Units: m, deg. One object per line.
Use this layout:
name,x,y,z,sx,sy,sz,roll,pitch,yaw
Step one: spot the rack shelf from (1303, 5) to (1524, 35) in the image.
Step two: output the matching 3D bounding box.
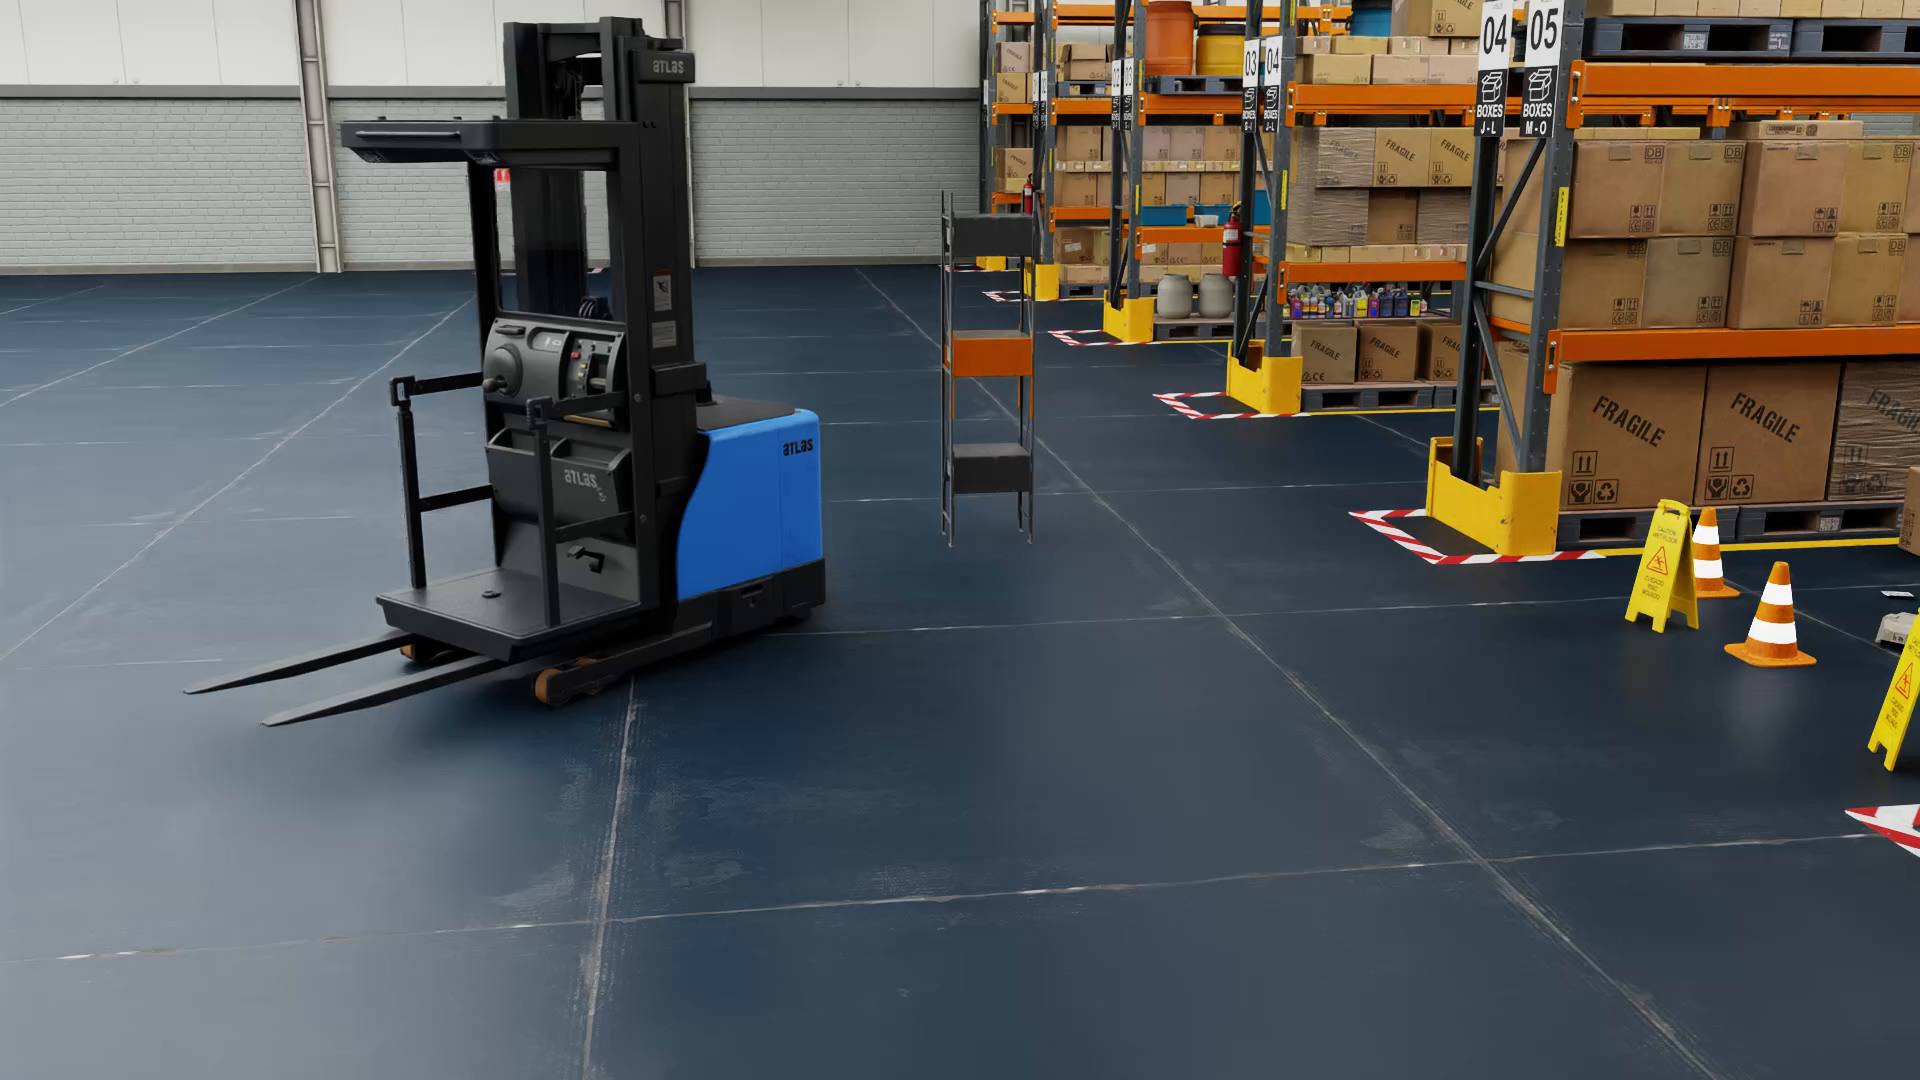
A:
rack shelf,7.145,-7.667,24.594,4.000,0.370,1.077,-2,14,-8

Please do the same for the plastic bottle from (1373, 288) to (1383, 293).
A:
plastic bottle,5.206,-3.004,20.727,0.135,0.276,0.152,-2,14,-6

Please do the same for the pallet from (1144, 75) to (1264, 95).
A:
pallet,2.779,-5.261,19.253,1.213,0.211,1.003,-2,14,-8

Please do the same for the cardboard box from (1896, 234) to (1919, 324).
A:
cardboard box,5.824,-1.687,10.476,0.550,0.550,0.875,-2,14,-8

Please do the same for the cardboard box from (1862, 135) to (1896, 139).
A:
cardboard box,14.096,-6.019,25.795,0.500,0.500,0.500,-3,14,-10

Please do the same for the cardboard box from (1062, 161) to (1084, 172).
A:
cardboard box,1.632,-5.408,24.080,0.250,0.149,0.380,-2,14,-9

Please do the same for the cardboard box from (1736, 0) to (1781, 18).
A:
cardboard box,4.460,-3.051,9.502,0.250,0.149,0.380,-2,14,-8

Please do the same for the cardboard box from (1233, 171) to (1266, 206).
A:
cardboard box,4.209,-5.238,24.734,0.500,0.500,0.700,-2,14,-9

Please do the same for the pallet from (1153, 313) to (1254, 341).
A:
pallet,2.819,-2.580,20.077,1.213,0.211,1.003,-2,14,-8

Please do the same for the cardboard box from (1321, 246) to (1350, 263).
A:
cardboard box,3.252,-2.535,14.680,0.250,0.149,0.380,-2,14,-8

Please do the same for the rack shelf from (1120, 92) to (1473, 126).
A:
rack shelf,3.924,-5.069,19.581,4.000,0.370,1.077,-2,14,-8

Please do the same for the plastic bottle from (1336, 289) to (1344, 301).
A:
plastic bottle,4.715,-2.975,20.623,0.097,0.271,0.097,0,14,0

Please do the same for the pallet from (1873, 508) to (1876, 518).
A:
pallet,6.515,-0.286,10.929,1.213,0.211,1.003,-2,14,-8

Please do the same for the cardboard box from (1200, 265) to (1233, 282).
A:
cardboard box,3.754,-3.991,24.757,0.500,0.250,0.500,-2,14,-8

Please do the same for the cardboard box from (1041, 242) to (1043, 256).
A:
cardboard box,1.168,-5.186,29.359,0.500,0.311,0.500,-4,15,-15

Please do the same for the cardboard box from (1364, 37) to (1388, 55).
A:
cardboard box,3.493,-4.254,14.341,0.250,0.149,0.380,-2,14,-9

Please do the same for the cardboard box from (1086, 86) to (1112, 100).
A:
cardboard box,2.414,-7.794,28.721,0.500,0.500,0.500,-1,14,-5

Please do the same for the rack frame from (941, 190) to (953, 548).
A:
rack frame,-0.078,-1.016,9.955,0.015,2.100,0.400,-2,14,-8

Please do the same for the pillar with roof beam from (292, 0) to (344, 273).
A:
pillar with roof beam,-10.191,-7.947,23.410,0.400,9.000,9.100,-2,14,-8

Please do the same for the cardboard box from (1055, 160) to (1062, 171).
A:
cardboard box,1.562,-5.505,24.468,0.250,0.149,0.380,-2,14,-9

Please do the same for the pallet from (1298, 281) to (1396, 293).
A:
pallet,5.890,-3.911,25.382,1.213,0.211,1.003,-2,14,-8

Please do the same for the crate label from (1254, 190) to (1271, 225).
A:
crate label,3.726,-4.040,20.091,0.616,0.435,0.502,-2,14,-8

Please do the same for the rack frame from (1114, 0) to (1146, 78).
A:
rack frame,1.947,-6.801,18.840,0.127,3.000,1.000,-2,14,-8

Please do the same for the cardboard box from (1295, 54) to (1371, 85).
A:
cardboard box,3.199,-4.037,14.294,0.500,0.250,0.500,-2,14,-7

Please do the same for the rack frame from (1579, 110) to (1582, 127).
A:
rack frame,9.123,-5.372,25.477,0.127,3.000,1.000,-2,14,-8

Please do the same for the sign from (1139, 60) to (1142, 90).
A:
sign,2.024,-5.218,18.675,0.005,0.325,0.100,-2,14,-8

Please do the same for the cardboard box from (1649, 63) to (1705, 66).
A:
cardboard box,6.228,-4.147,14.734,0.500,0.250,0.500,-2,14,-6

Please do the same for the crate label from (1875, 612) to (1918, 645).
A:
crate label,4.660,0.449,8.150,0.298,0.136,0.250,-11,18,-37

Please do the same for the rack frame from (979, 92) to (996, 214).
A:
rack frame,0.471,-6.274,29.072,0.127,3.000,1.000,-2,14,-8

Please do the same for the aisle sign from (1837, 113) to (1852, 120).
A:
aisle sign,16.408,-8.045,30.790,0.004,0.787,0.394,-2,14,-8

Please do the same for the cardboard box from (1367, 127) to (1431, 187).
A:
cardboard box,3.764,-3.348,14.533,0.500,0.500,0.500,-2,14,-8

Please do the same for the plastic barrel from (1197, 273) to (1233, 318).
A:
plastic barrel,3.082,-2.948,20.062,0.421,0.512,0.421,0,14,0

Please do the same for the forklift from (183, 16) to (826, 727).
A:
forklift,-2.002,-0.826,7.489,1.130,2.935,3.031,11,18,37

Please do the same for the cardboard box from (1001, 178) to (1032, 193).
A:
cardboard box,1.000,-6.152,28.854,0.500,0.250,0.500,-3,14,-10

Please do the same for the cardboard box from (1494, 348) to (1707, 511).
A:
cardboard box,3.984,-0.716,10.416,0.875,0.875,0.875,-2,14,-8

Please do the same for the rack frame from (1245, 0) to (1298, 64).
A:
rack frame,2.684,-5.609,14.089,0.127,3.000,1.000,-2,14,-8

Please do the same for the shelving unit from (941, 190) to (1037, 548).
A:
shelving unit,0.164,-1.024,9.990,0.503,2.100,0.431,-2,14,-8

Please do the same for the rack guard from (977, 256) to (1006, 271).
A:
rack guard,0.546,-5.064,29.387,0.348,0.500,1.175,-2,14,-8

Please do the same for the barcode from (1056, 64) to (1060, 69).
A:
barcode,1.439,-6.946,24.392,0.075,0.075,0.001,-2,14,-8

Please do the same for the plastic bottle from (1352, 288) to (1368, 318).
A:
plastic bottle,4.799,-2.853,19.972,0.185,0.351,0.144,-2,14,-9

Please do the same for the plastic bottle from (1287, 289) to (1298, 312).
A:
plastic bottle,4.088,-2.963,20.563,0.135,0.276,0.152,-2,14,-10

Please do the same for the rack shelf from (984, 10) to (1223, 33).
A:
rack shelf,2.448,-8.906,28.719,4.000,0.370,1.077,-2,14,-8

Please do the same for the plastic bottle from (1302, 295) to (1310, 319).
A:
plastic bottle,4.125,-2.784,19.861,0.097,0.271,0.097,0,14,0

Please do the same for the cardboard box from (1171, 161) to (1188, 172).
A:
cardboard box,3.153,-5.463,24.301,0.250,0.149,0.380,-2,14,-8

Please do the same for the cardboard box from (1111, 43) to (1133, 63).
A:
cardboard box,2.916,-8.290,28.641,0.500,0.500,0.500,-3,14,-10

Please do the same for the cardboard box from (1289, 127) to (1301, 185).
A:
cardboard box,3.191,-3.457,14.966,0.500,0.500,0.500,-2,14,-8

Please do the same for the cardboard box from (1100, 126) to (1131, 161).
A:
cardboard box,2.247,-5.796,24.295,0.500,0.500,0.700,-2,14,-10

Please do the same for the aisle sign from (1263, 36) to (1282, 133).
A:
aisle sign,2.668,-3.886,14.206,0.004,0.787,0.394,-2,14,-8

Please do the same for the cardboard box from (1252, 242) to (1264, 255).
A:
cardboard box,4.246,-4.376,24.754,0.500,0.500,0.500,-2,14,-8

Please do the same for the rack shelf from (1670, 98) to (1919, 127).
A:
rack shelf,8.617,-4.023,15.409,4.000,0.370,1.077,-2,14,-8

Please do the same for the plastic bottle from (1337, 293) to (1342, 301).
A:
plastic bottle,4.621,-2.841,20.063,0.133,0.283,0.061,-2,14,-8

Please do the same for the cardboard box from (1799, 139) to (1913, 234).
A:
cardboard box,5.305,-2.184,10.234,0.500,0.550,0.875,-2,14,-8
